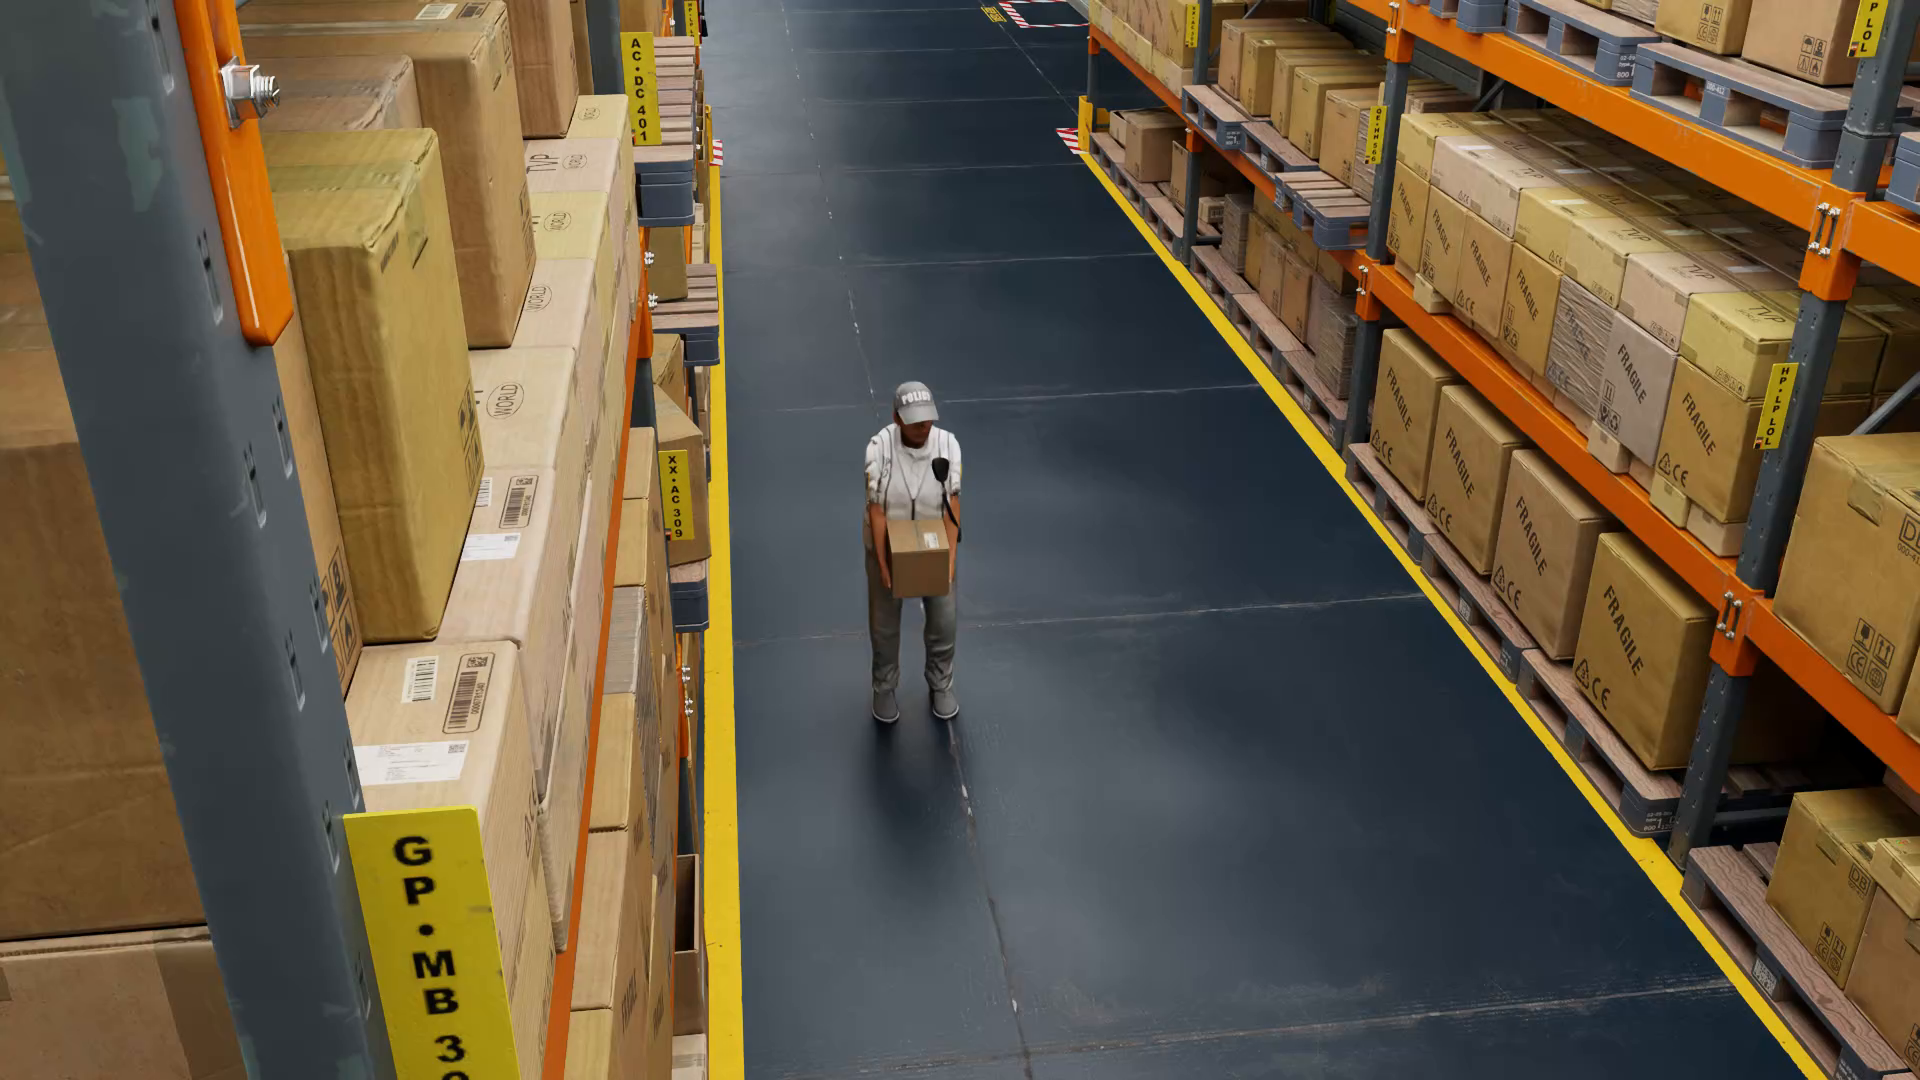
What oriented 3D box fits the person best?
[{"bbox_3d":[-0.205,0.076,7.485,0.452,1.660,0.560,-4,28,-7],"label":"person"}]
